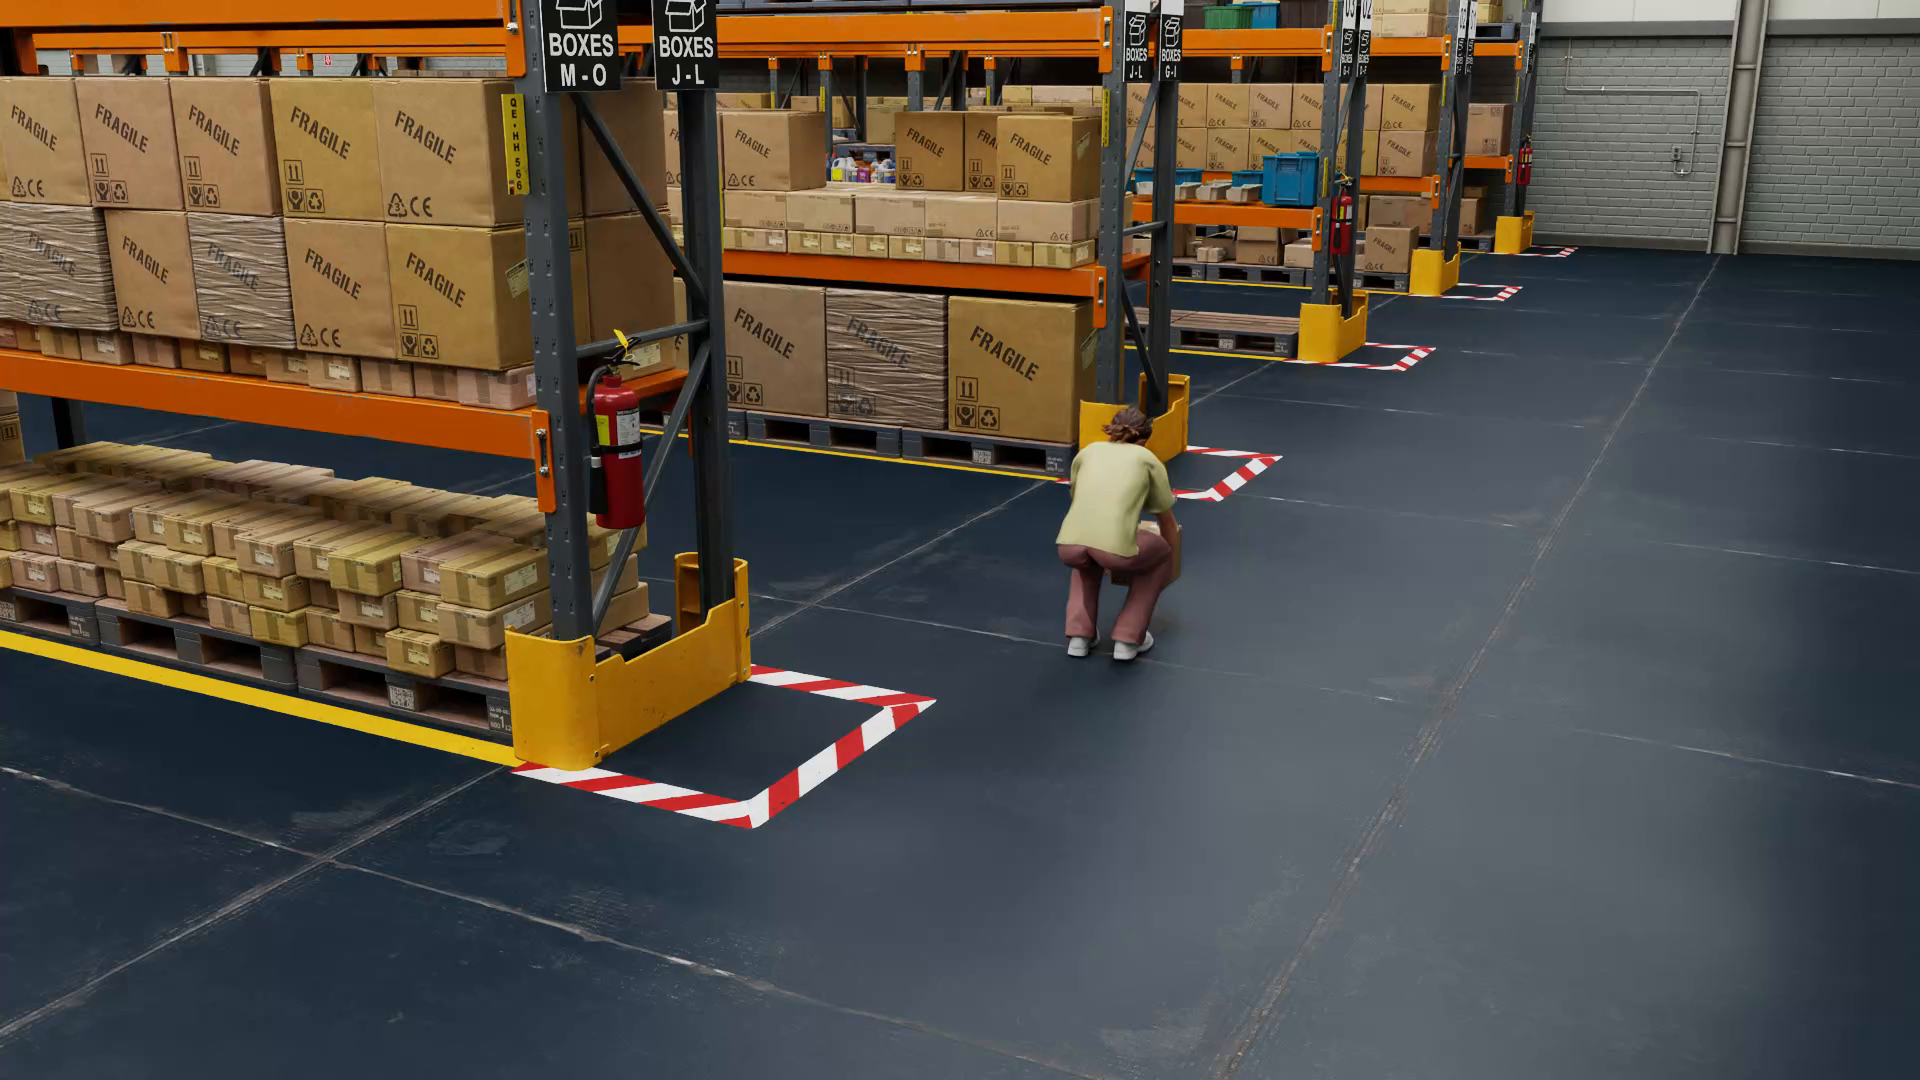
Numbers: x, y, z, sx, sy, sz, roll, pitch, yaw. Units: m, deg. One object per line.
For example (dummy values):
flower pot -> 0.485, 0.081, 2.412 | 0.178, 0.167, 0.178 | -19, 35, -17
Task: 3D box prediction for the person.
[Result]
person -> 0.658, -0.024, 7.307 | 0.490, 1.028, 0.764 | 8, 18, 25
